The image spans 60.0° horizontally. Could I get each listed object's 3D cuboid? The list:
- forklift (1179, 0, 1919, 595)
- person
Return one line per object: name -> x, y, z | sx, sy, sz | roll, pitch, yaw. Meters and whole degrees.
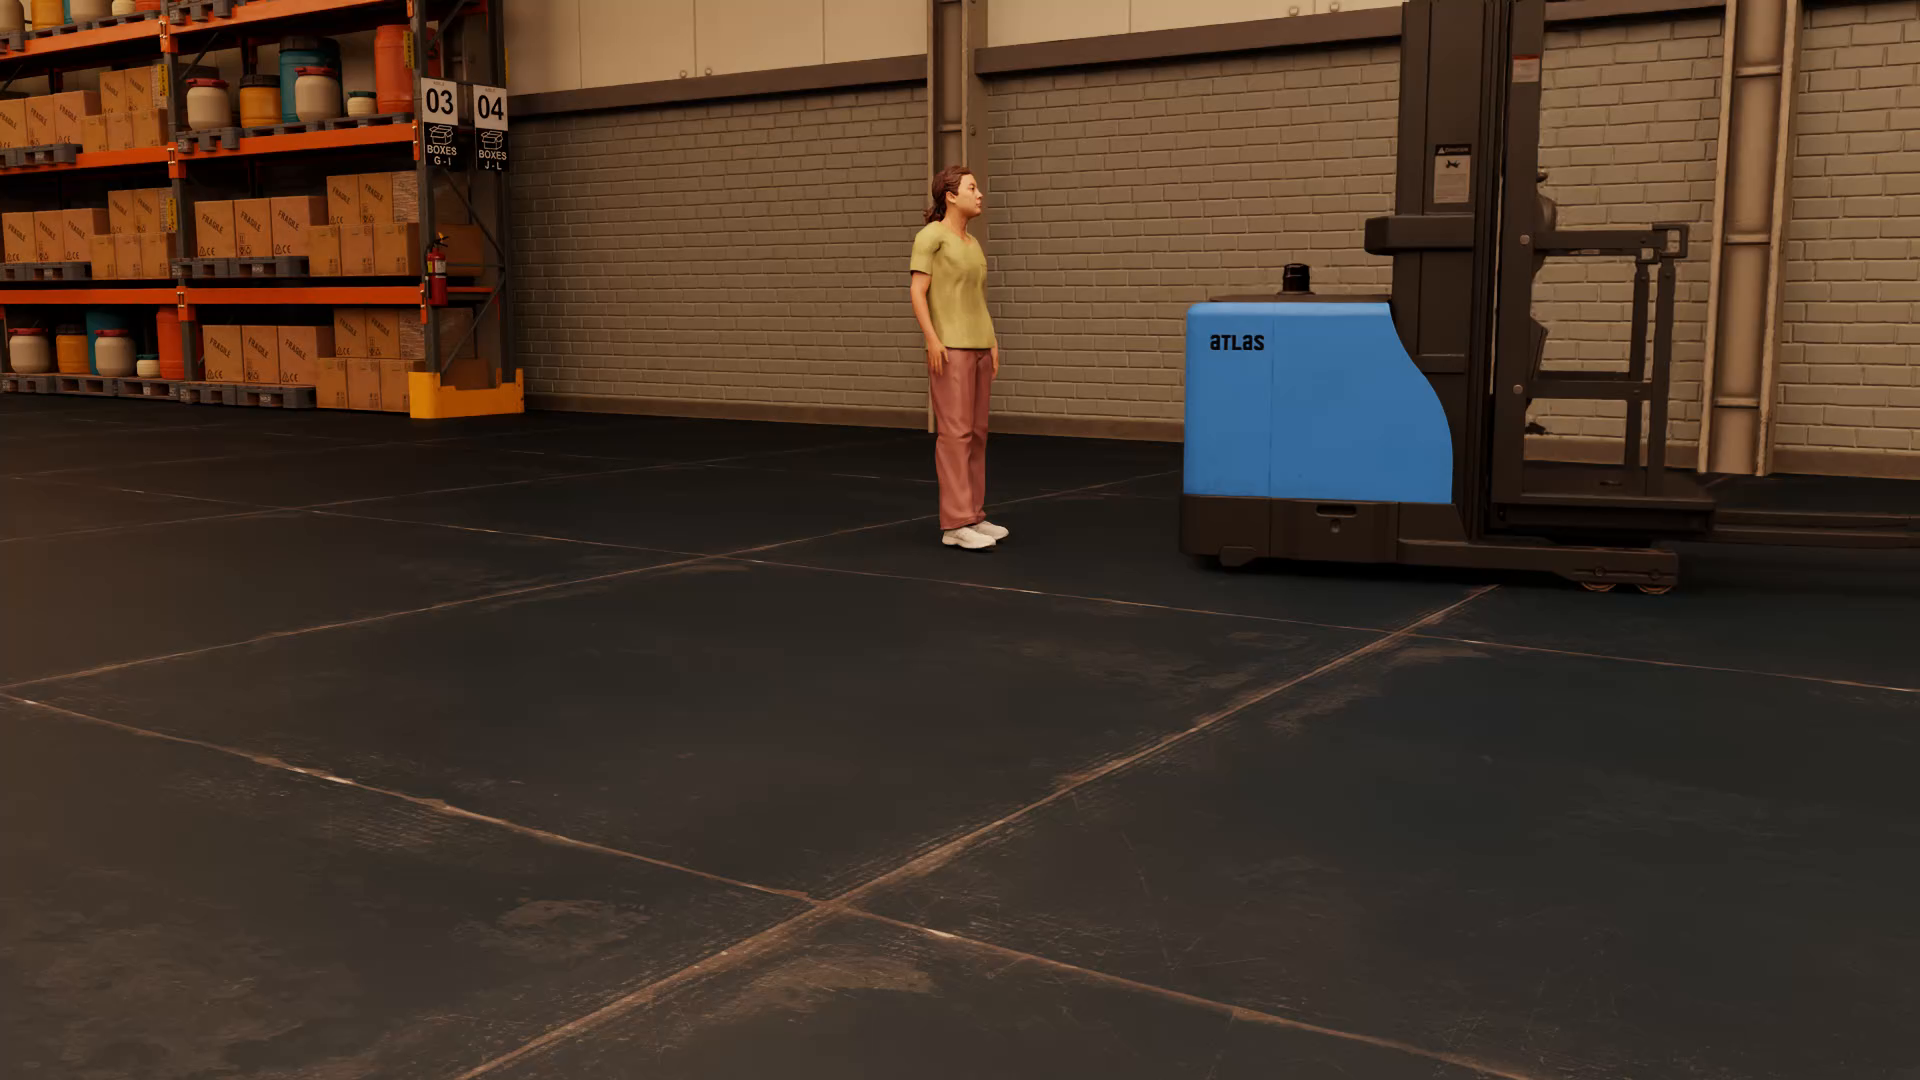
forklift -> 2.467, -1.332, 6.557 | 3.031, 2.935, 1.130 | 3, 8, 17
person -> 0.055, -0.830, 7.434 | 0.548, 1.673, 0.554 | 5, 10, 34
